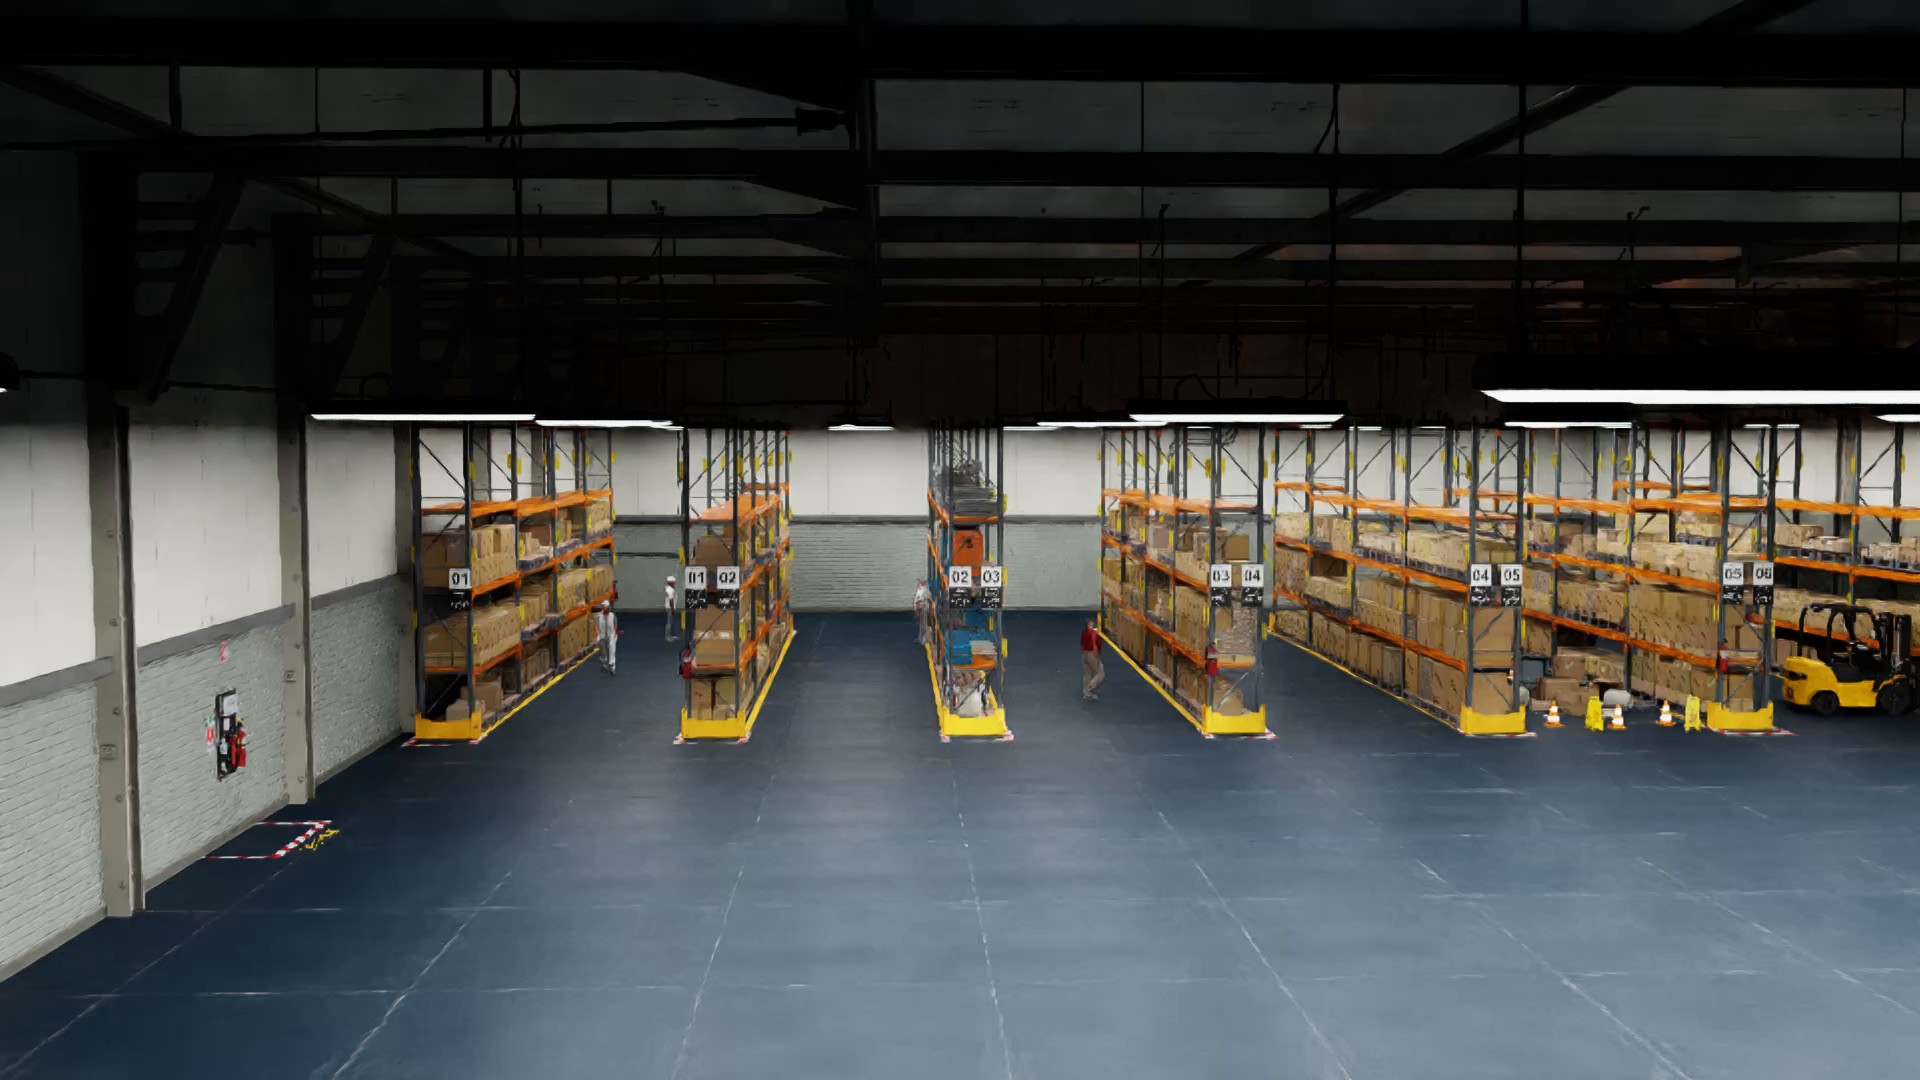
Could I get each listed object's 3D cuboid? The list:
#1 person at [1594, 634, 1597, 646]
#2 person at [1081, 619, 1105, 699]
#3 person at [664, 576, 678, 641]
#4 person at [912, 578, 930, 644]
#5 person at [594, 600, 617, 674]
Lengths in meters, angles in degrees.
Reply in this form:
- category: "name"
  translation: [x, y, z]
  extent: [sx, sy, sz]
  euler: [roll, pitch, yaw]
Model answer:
- category: "person"
  translation: [16.252, 2.099, 42.790]
  extent: [0.429, 1.656, 0.533]
  euler: [-2, 4, -33]
- category: "person"
  translation: [2.785, 2.543, 35.505]
  extent: [0.462, 1.723, 0.584]
  euler: [-2, 4, -31]
- category: "person"
  translation: [-7.886, 1.860, 45.419]
  extent: [0.374, 1.775, 0.640]
  euler: [-1, 4, -14]
- category: "person"
  translation: [-1.068, 1.903, 44.960]
  extent: [0.587, 1.743, 0.675]
  euler: [1, 4, 16]
- category: "person"
  translation: [-8.366, 2.285, 39.284]
  extent: [0.528, 1.728, 1.032]
  euler: [-1, 4, -11]
